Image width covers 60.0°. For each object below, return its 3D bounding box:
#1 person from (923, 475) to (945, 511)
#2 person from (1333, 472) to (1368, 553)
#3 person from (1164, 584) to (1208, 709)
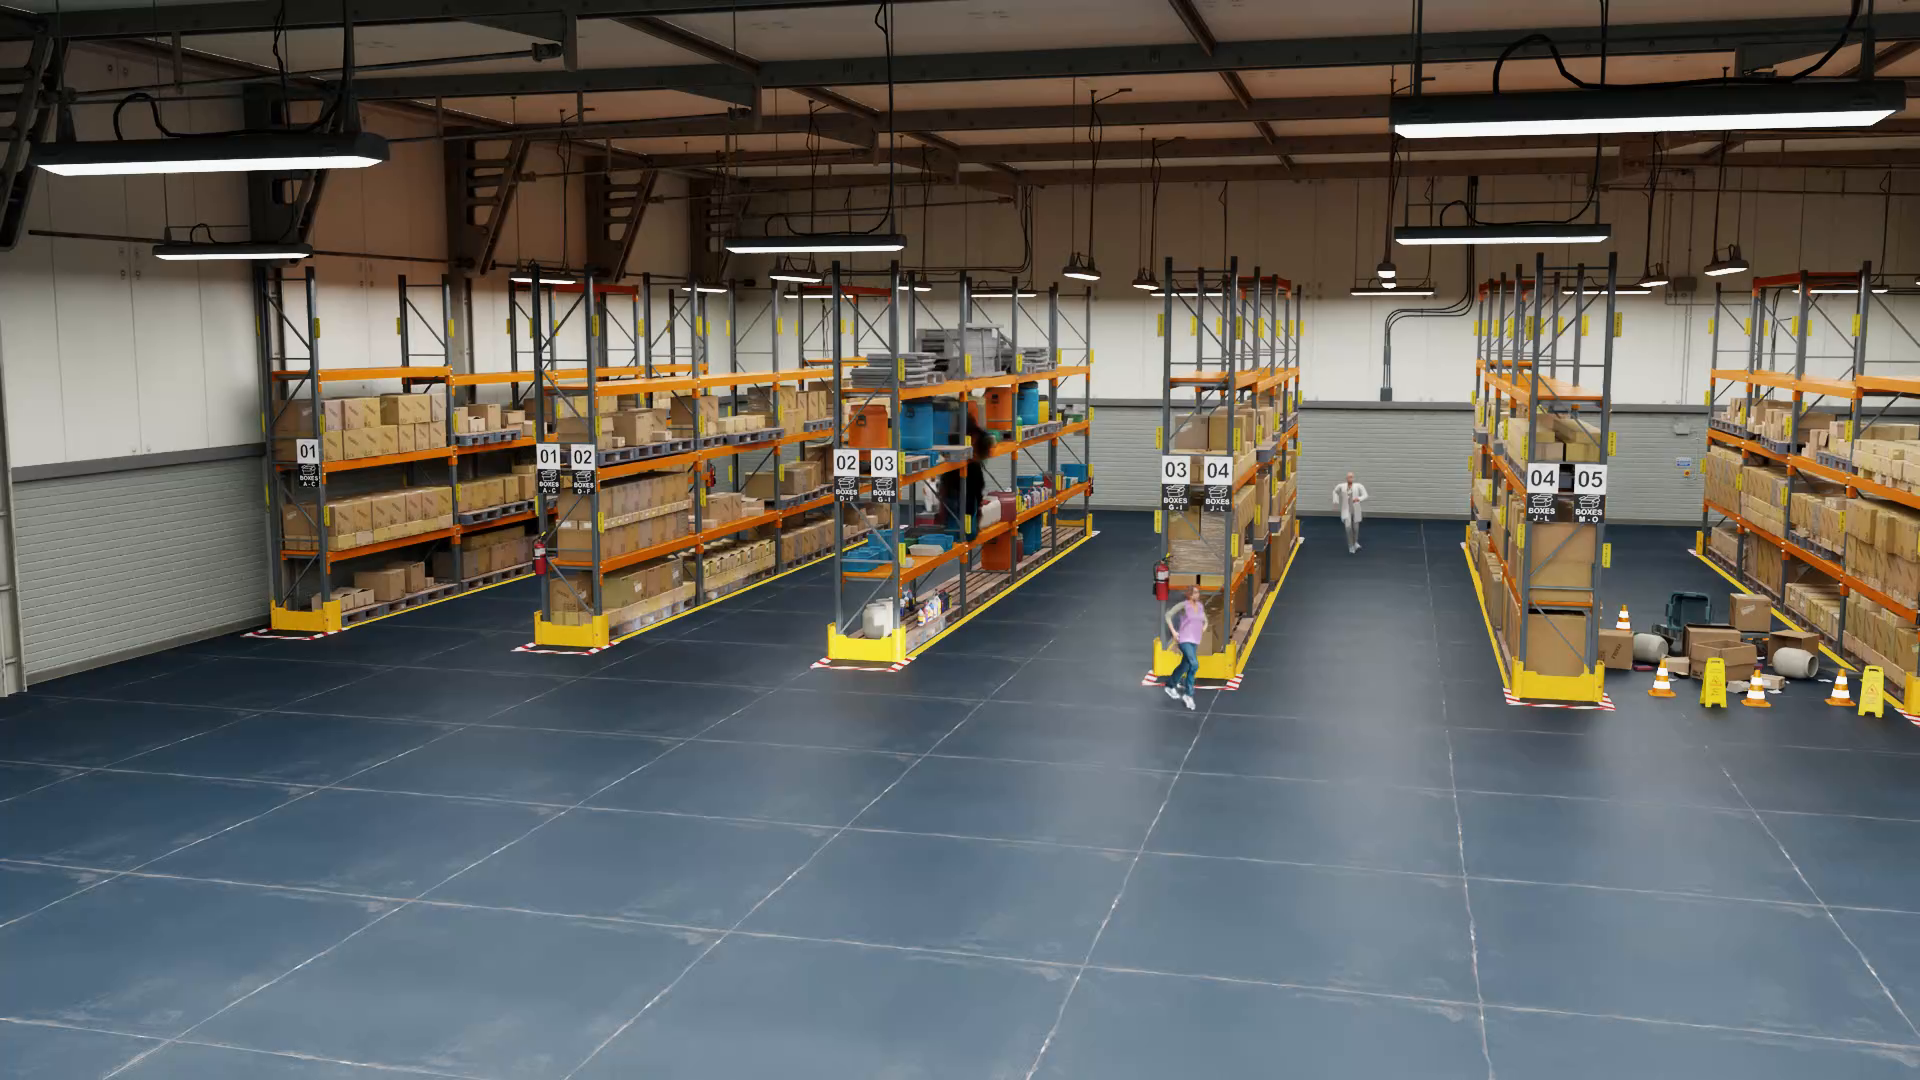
[{"bbox_3d":[-0.628,-0.844,39.858,0.534,1.710,0.829,0,7,1],"label":"person"},{"bbox_3d":[8.815,-0.613,37.577,0.761,1.849,0.801,1,7,10],"label":"person"},{"bbox_3d":[3.042,1.397,22.305,0.543,1.638,0.658,-6,10,-41],"label":"person"}]
